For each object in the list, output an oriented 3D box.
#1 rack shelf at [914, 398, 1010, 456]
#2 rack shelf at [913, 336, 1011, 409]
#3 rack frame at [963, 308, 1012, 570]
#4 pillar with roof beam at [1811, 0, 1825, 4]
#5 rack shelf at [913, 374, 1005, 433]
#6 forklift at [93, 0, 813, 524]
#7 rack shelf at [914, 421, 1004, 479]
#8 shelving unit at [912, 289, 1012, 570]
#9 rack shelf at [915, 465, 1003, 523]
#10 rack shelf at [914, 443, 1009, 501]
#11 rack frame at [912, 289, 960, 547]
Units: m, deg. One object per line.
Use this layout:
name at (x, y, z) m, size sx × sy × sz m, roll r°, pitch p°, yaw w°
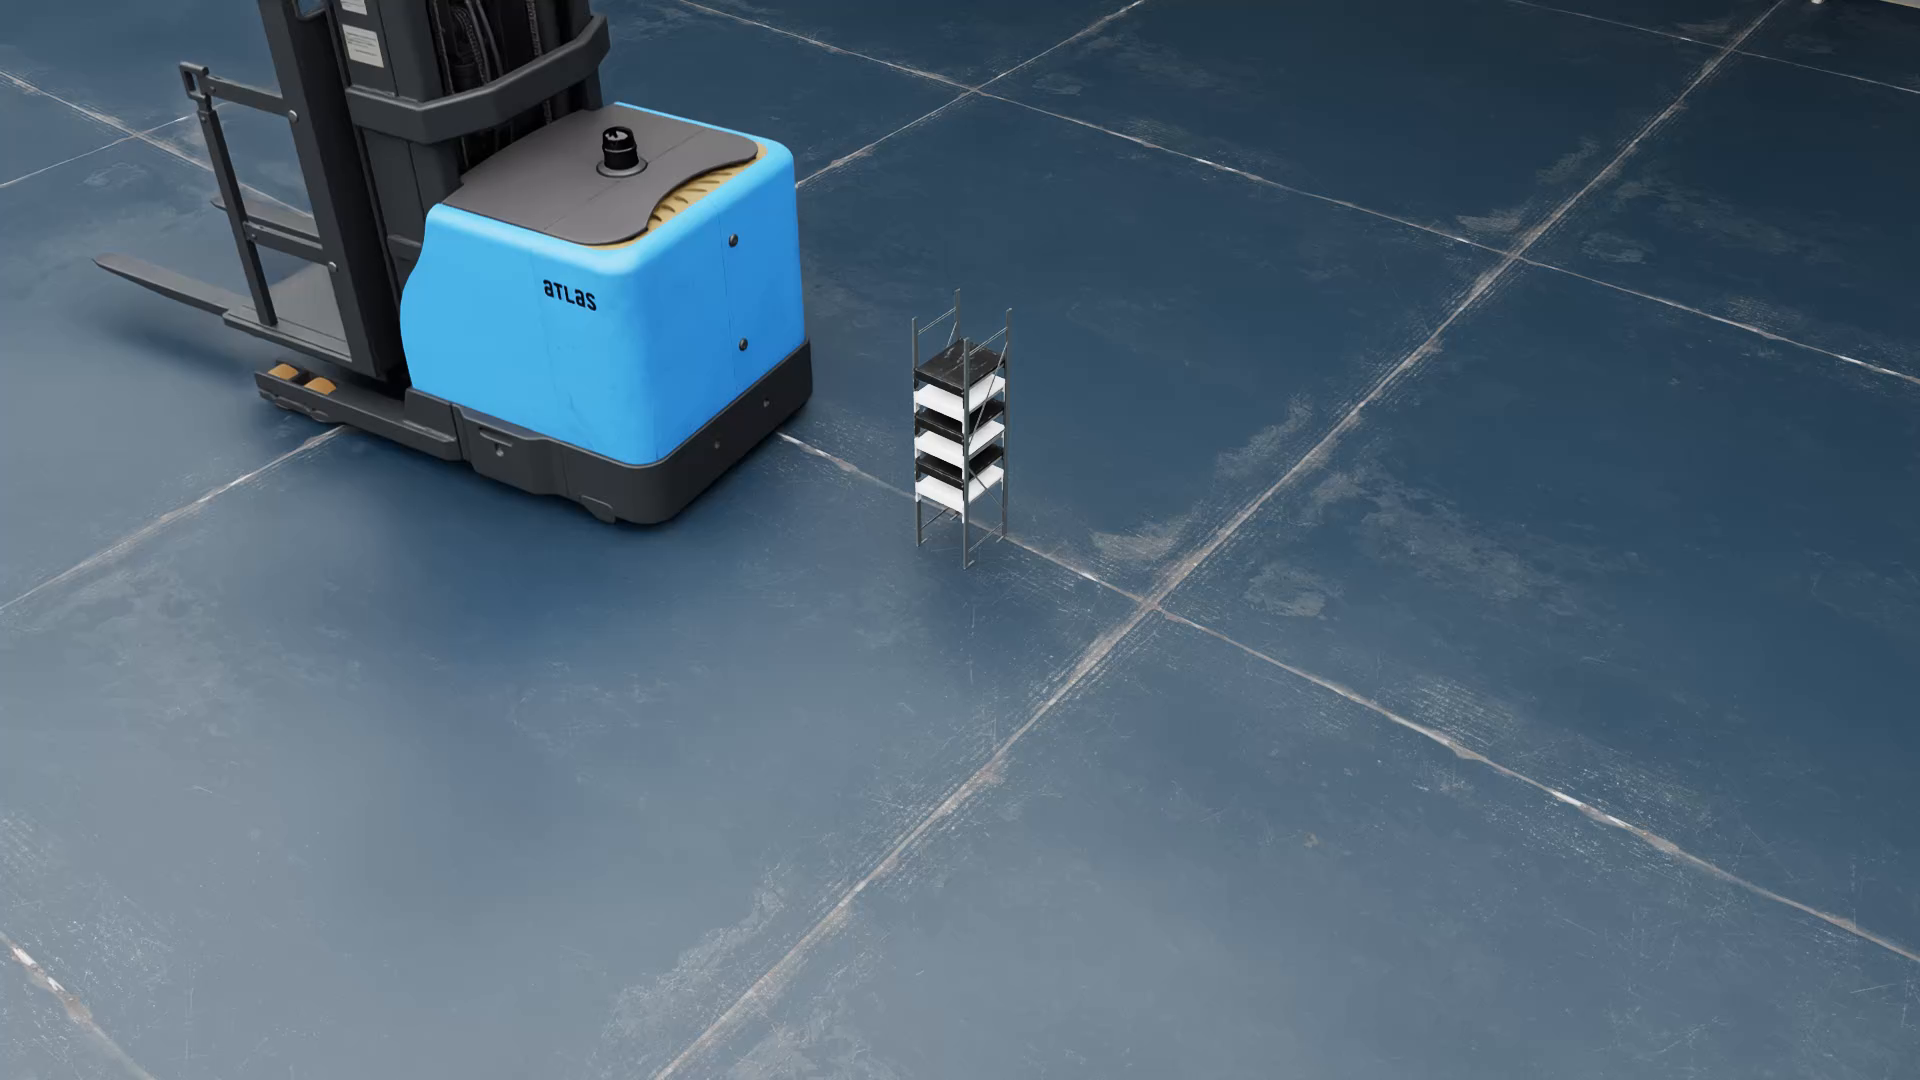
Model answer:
rack shelf at (0.006, -0.396, 5.434) m, size 0.200 × 0.077 × 0.258 m, roll 25°, pitch 45°, yaw 29°
rack shelf at (0.006, -0.538, 5.323) m, size 0.200 × 0.077 × 0.258 m, roll 25°, pitch 45°, yaw 29°
rack frame at (0.087, -0.313, 5.420) m, size 0.006 × 0.900 × 0.240 m, roll 25°, pitch 45°, yaw 29°
pillar with roof beam at (2.383, -4.737, 4.500) m, size 0.400 × 9.000 × 9.100 m, roll 25°, pitch 45°, yaw 29°
rack shelf at (0.006, -0.467, 5.378) m, size 0.200 × 0.077 × 0.258 m, roll 25°, pitch 45°, yaw 29°
forklift at (-2.102, -1.865, 5.754) m, size 3.031 × 2.935 × 1.130 m, roll 19°, pitch 42°, yaw 23°
rack shelf at (0.006, -0.325, 5.489) m, size 0.200 × 0.077 × 0.258 m, roll 25°, pitch 45°, yaw 29°
shelving unit at (0.006, -0.351, 5.469) m, size 0.210 × 0.900 × 0.258 m, roll 25°, pitch 45°, yaw 29°
rack shelf at (0.006, -0.183, 5.600) m, size 0.200 × 0.077 × 0.258 m, roll 25°, pitch 45°, yaw 29°
rack shelf at (0.006, -0.254, 5.545) m, size 0.200 × 0.077 × 0.258 m, roll 25°, pitch 45°, yaw 29°
rack frame at (-0.074, -0.389, 5.517) m, size 0.006 × 0.900 × 0.240 m, roll 25°, pitch 45°, yaw 29°
